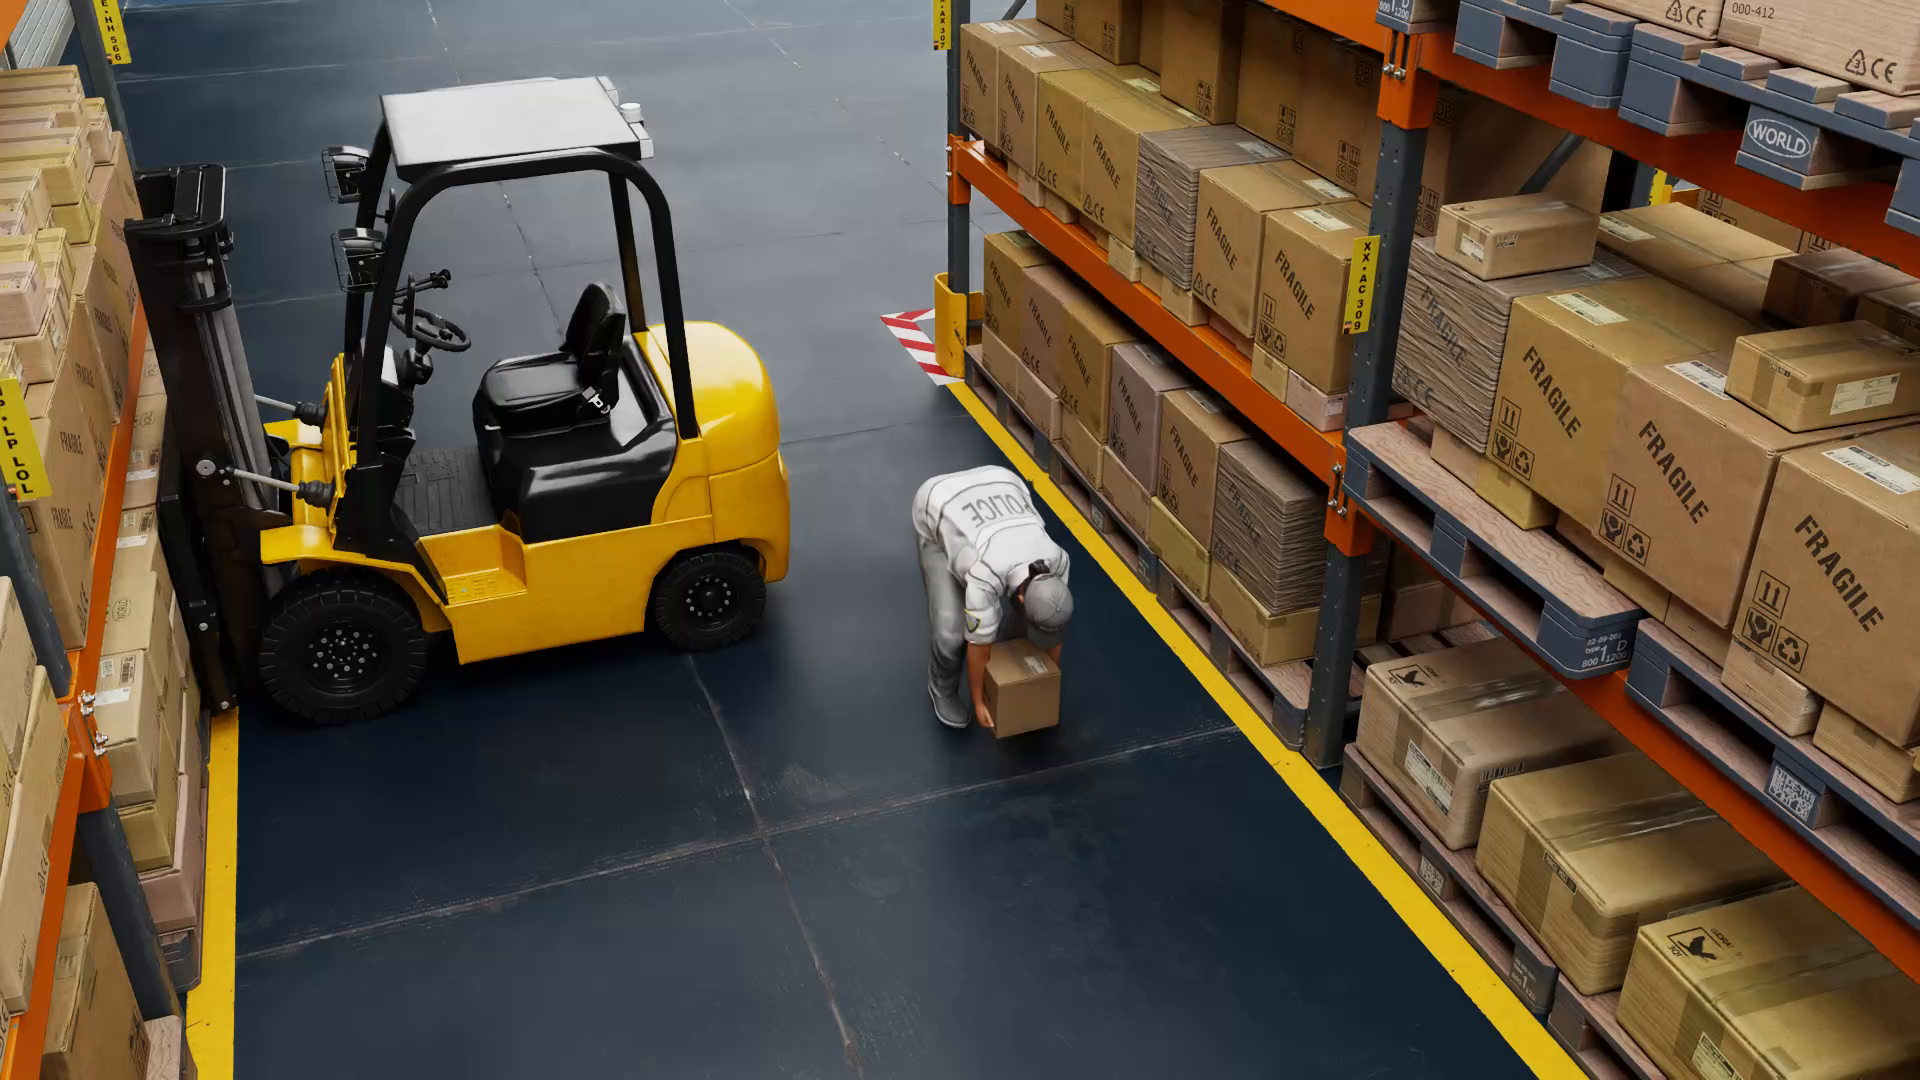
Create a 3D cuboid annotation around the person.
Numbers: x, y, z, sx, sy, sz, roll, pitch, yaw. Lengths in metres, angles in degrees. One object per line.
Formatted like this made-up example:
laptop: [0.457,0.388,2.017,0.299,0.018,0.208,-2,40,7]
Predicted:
person: [0.157,0.296,6.268,0.497,1.014,0.949,-13,32,-21]
